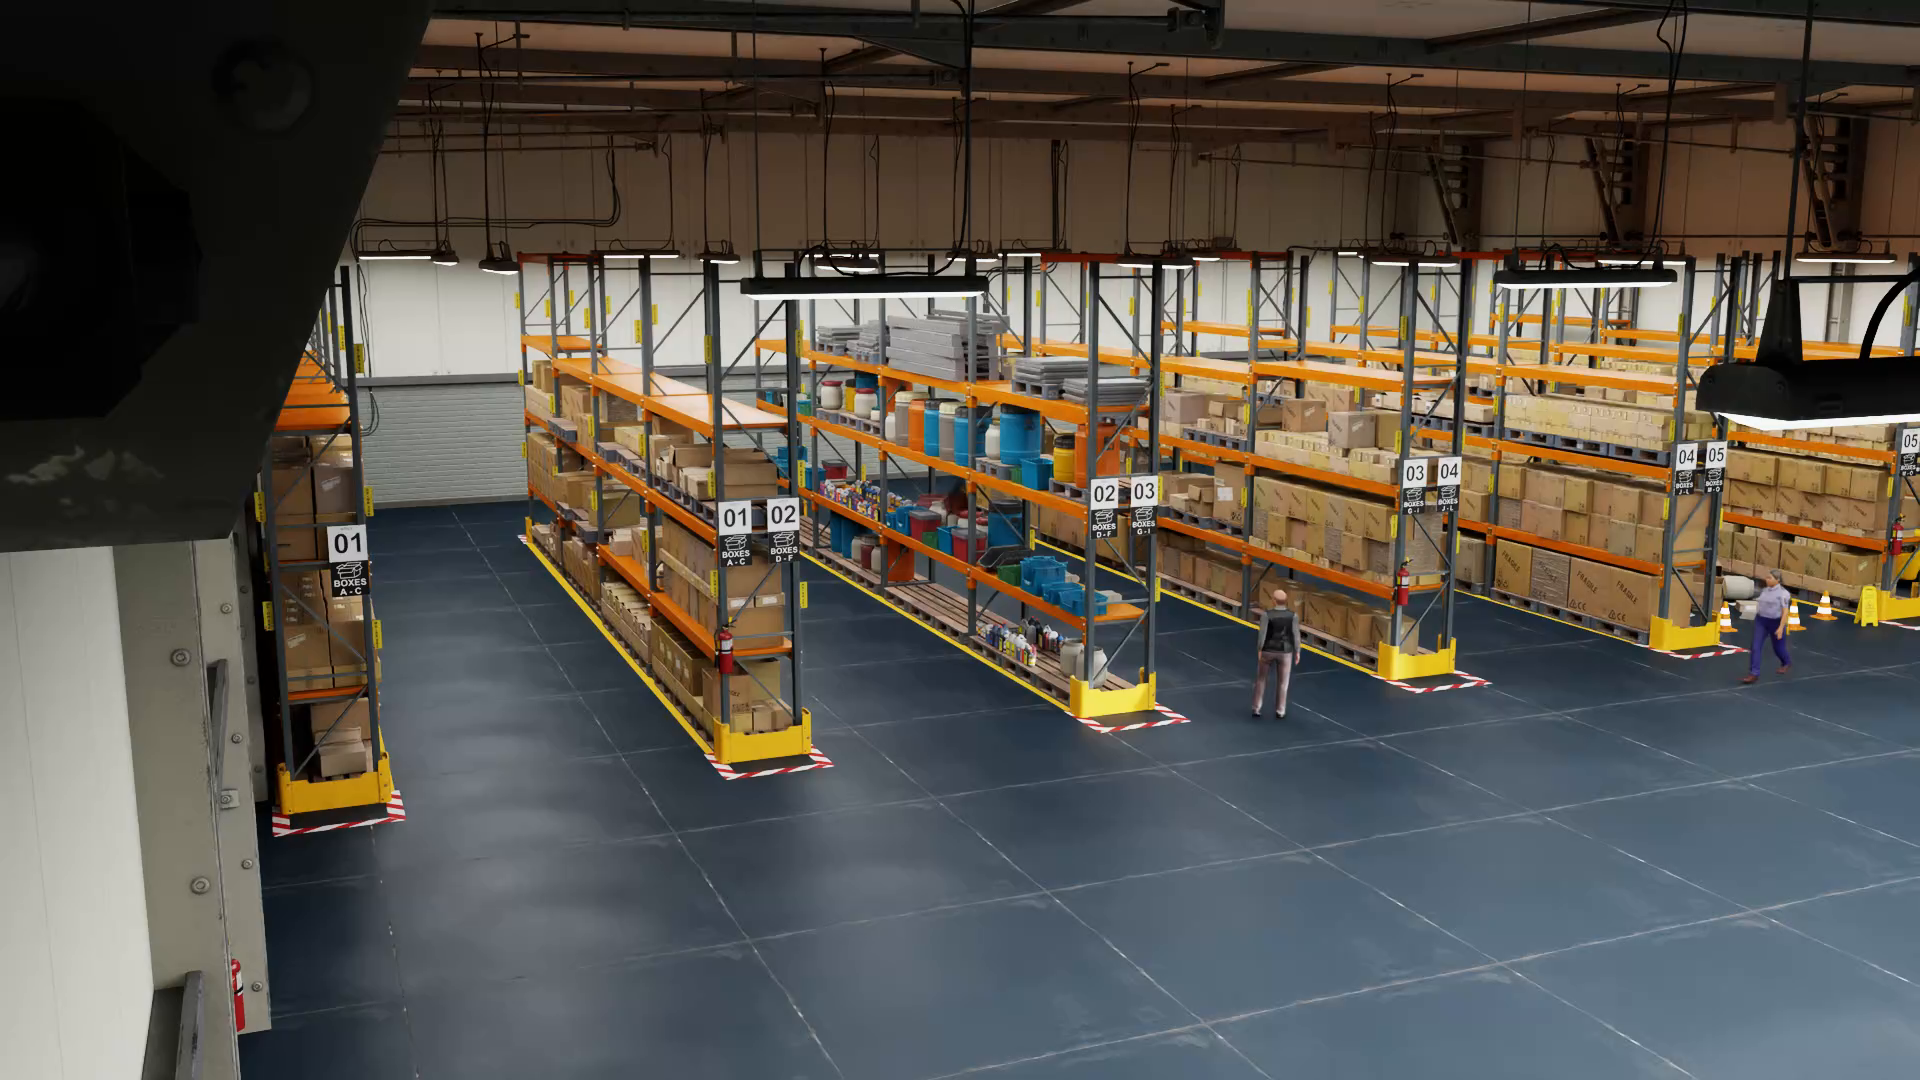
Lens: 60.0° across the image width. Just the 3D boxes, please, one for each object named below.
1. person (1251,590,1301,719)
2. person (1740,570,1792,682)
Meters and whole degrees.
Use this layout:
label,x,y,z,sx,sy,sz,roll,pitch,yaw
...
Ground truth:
label,x,y,z,sx,sy,sz,roll,pitch,yaw
person,4.203,1.521,22.043,0.604,1.765,0.414,4,11,20
person,11.663,1.218,23.878,0.926,1.617,0.468,-10,14,-44
